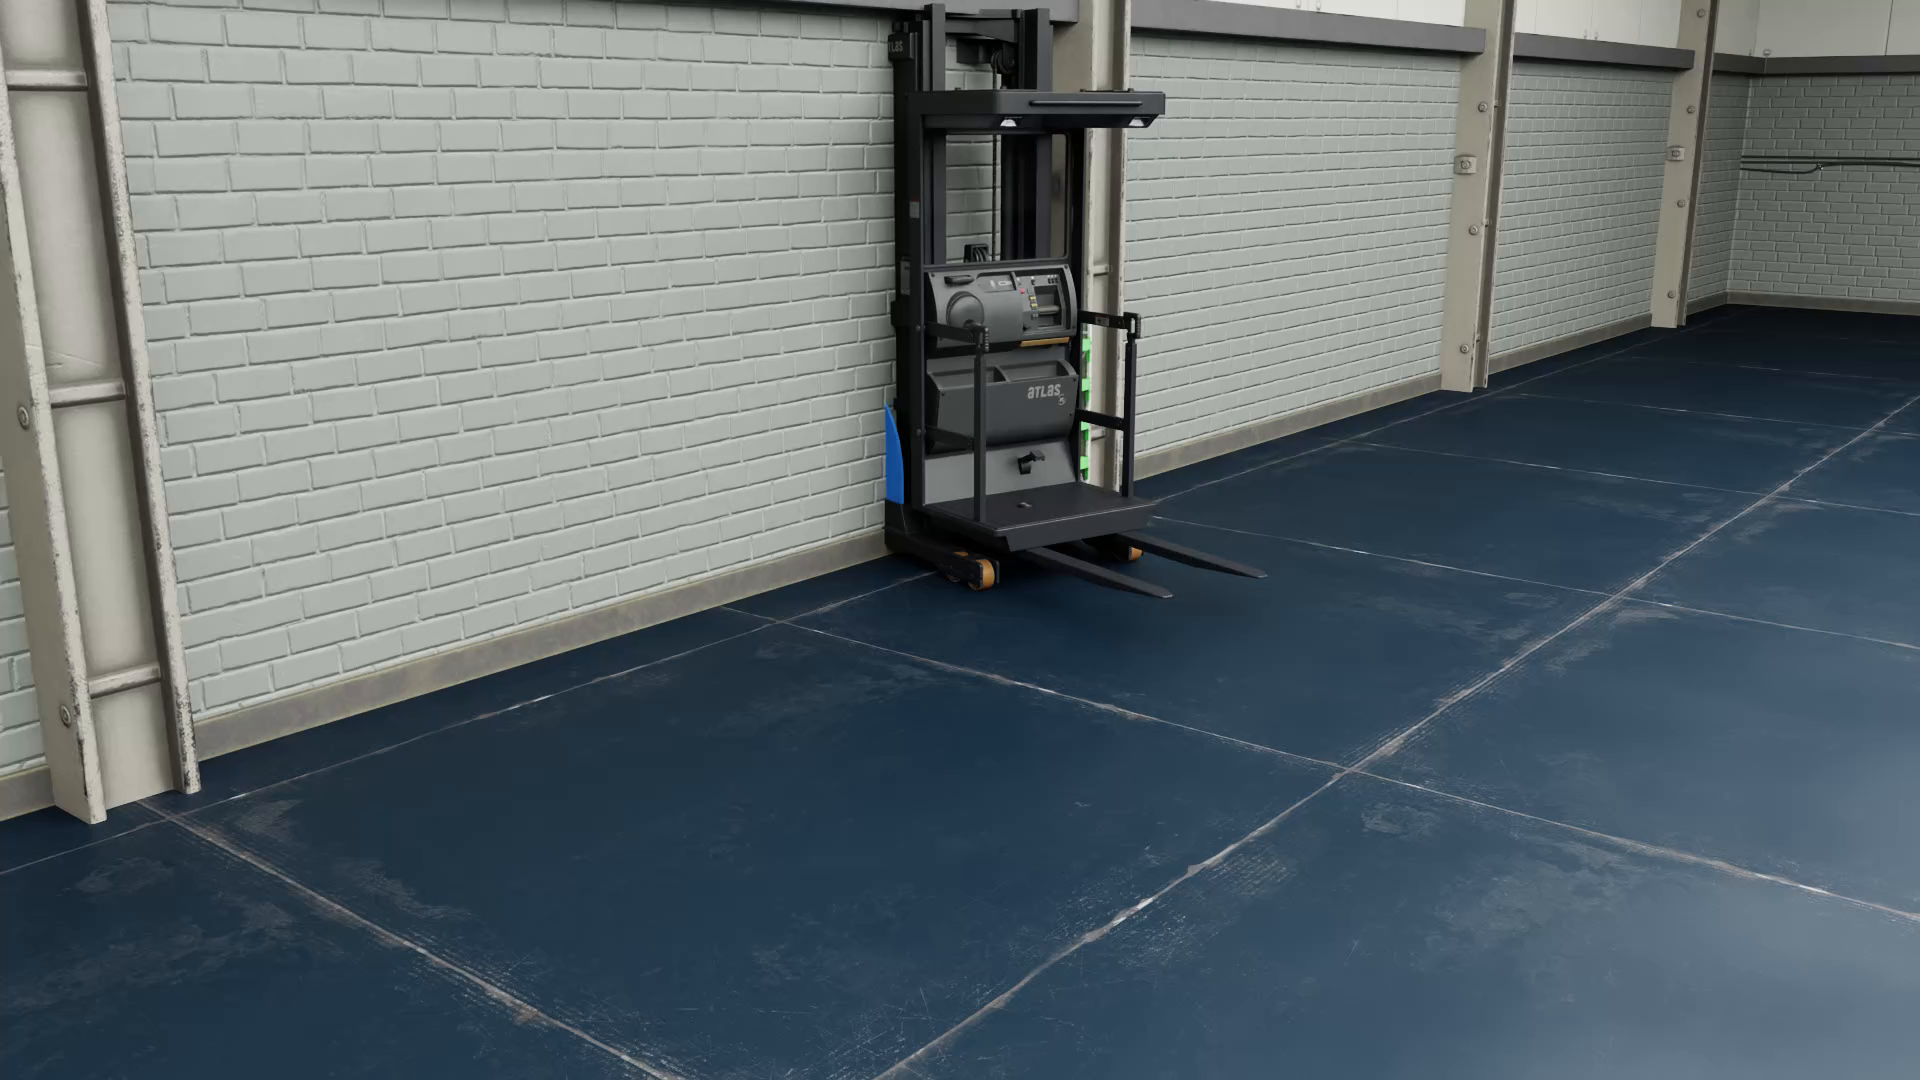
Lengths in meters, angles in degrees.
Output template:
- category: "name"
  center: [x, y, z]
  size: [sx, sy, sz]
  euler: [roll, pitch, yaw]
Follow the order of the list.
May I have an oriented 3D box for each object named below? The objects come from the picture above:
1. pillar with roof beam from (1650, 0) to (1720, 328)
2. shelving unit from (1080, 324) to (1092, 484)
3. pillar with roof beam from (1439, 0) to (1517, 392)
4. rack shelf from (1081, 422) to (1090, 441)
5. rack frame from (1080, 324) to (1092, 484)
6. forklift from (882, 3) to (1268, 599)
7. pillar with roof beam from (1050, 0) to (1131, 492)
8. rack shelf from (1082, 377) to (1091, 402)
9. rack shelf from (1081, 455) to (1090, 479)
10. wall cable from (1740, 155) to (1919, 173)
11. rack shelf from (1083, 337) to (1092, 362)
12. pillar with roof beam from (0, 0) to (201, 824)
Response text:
- category: "pillar with roof beam"
  center: [11.661, -6.220, 15.831]
  size: [9.100, 9.000, 0.400]
  euler: [11, 18, 38]
- category: "shelving unit"
  center: [0.547, -0.710, 9.975]
  size: [0.258, 1.200, 0.503]
  euler: [10, 17, 36]
- category: "pillar with roof beam"
  center: [7.890, -5.071, 11.307]
  size: [9.100, 9.000, 0.400]
  euler: [11, 18, 38]
- category: "rack shelf"
  center: [0.547, -0.648, 9.990]
  size: [0.258, 0.148, 0.480]
  euler: [10, 17, 36]
- category: "rack frame"
  center: [0.692, -0.758, 10.165]
  size: [0.240, 1.200, 0.015]
  euler: [10, 17, 36]
- category: "forklift"
  center: [0.357, -1.293, 8.760]
  size: [1.130, 2.935, 3.031]
  euler: [-10, 17, -33]
- category: "pillar with roof beam"
  center: [4.119, -3.922, 6.784]
  size: [9.100, 9.000, 0.400]
  euler: [11, 18, 38]
- category: "rack shelf"
  center: [0.546, -0.881, 9.933]
  size: [0.258, 0.148, 0.480]
  euler: [10, 17, 36]
- category: "rack shelf"
  center: [0.548, -0.416, 10.048]
  size: [0.258, 0.148, 0.480]
  euler: [10, 17, 36]
- category: "wall cable"
  center: [11.193, -5.741, 20.251]
  size: [3.097, 2.526, 0.112]
  euler: [11, 18, 38]
- category: "rack shelf"
  center: [0.545, -1.114, 9.875]
  size: [0.258, 0.148, 0.480]
  euler: [10, 17, 36]
- category: "pillar with roof beam"
  center: [0.348, -2.773, 2.261]
  size: [9.100, 9.000, 0.400]
  euler: [11, 18, 38]
